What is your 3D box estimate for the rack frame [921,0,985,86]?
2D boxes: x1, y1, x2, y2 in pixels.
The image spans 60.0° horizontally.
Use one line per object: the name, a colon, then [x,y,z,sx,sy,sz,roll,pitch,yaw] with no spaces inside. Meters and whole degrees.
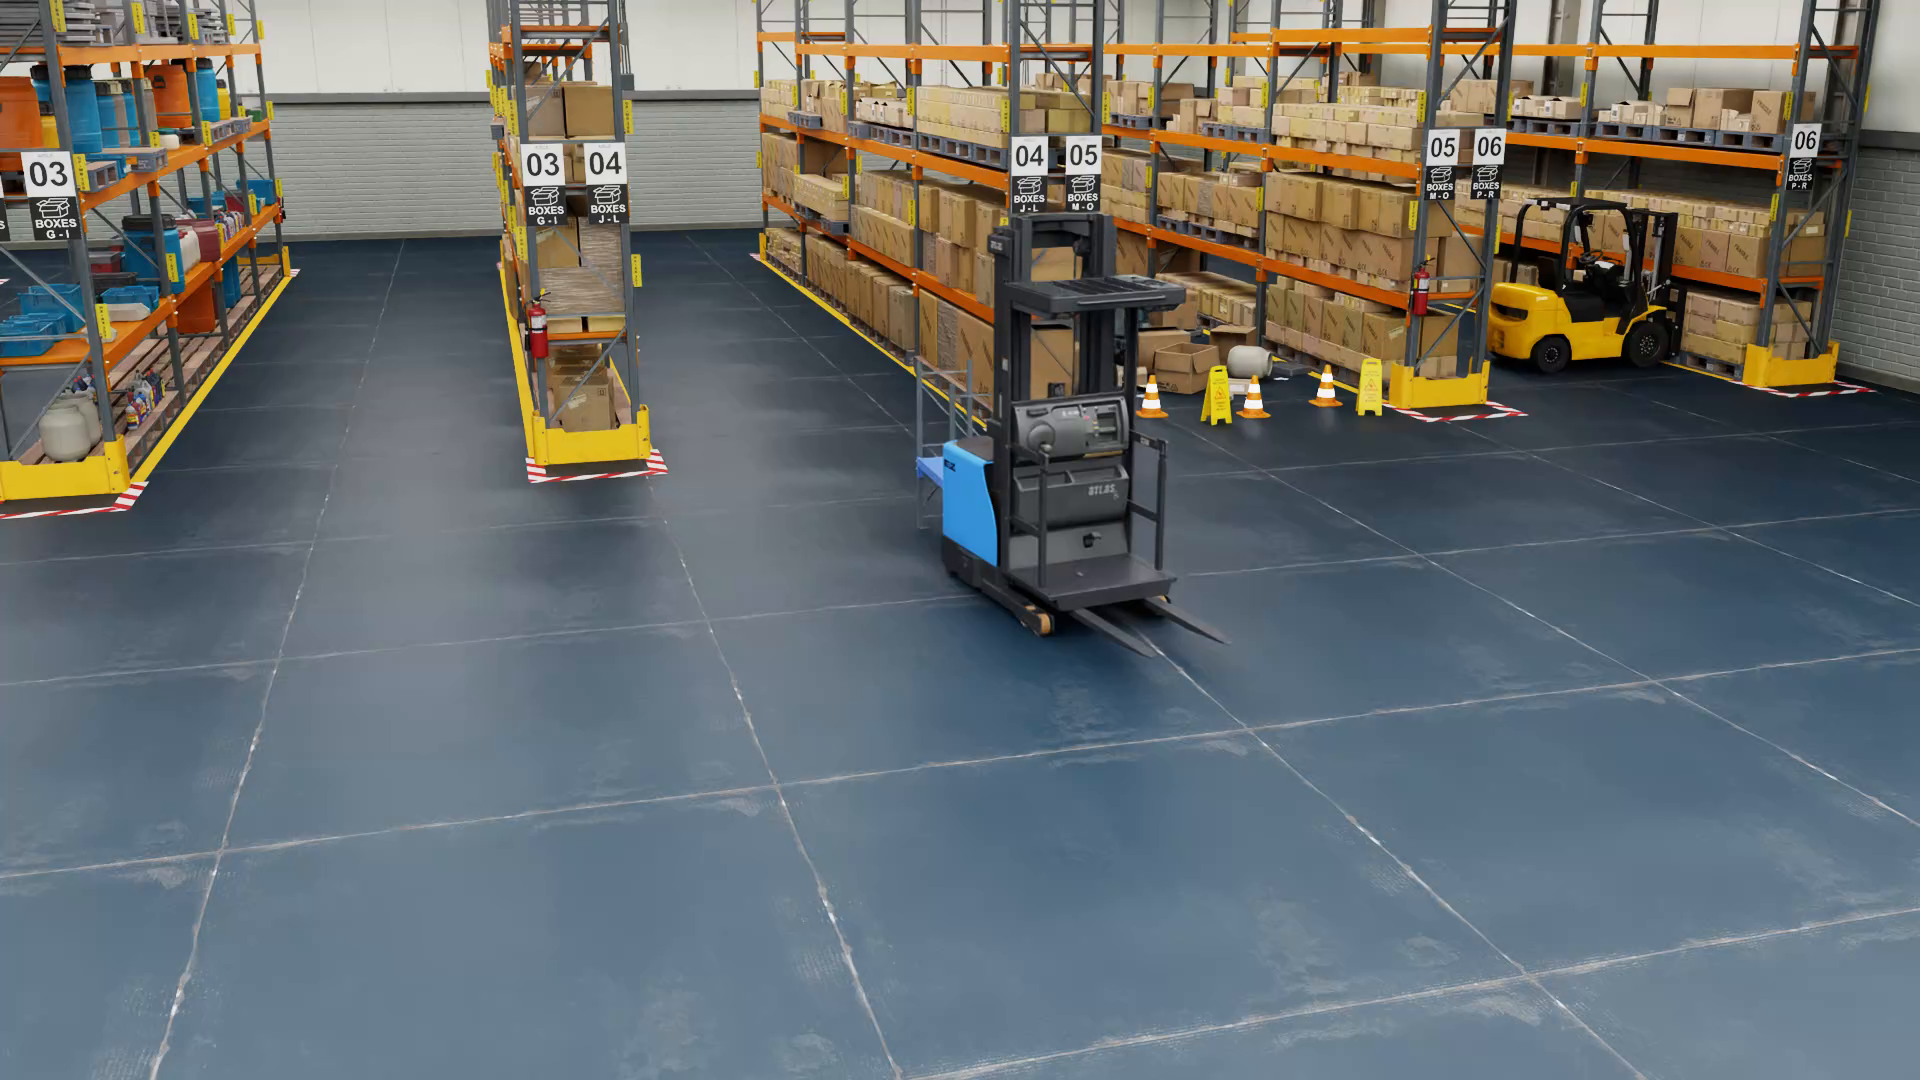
rack frame: [-0.102,-6.611,20.818,0.949,2.616,0.053,-5,17,-15]

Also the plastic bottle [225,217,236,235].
plastic bottle: [-11.198,-4.811,25.471,0.152,0.276,0.135,-5,17,-15]

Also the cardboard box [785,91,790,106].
cardboard box: [-2.800,-7.807,29.407,0.500,0.250,0.500,-5,18,-18]

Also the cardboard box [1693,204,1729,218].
cardboard box: [9.832,-4.302,21.740,0.380,0.149,0.250,-4,17,-14]

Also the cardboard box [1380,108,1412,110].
cardboard box: [5.443,-5.287,20.674,0.380,0.149,0.250,-4,17,-14]

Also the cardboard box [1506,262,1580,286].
cardboard box: [9.045,-3.973,25.863,0.875,0.625,0.625,-5,17,-16]

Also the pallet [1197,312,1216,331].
pallet: [4.079,-3.375,25.321,1.003,0.211,1.213,-5,17,-15]

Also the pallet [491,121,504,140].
pallet: [-6.223,-6.000,24.327,1.213,0.211,1.003,-4,17,-13]

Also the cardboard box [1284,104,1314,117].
cardboard box: [4.505,-5.673,21.960,0.380,0.149,0.250,-4,17,-14]

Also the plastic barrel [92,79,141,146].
plastic barrel: [-10.366,-5.144,20.277,0.600,0.901,0.708,-5,17,-15]

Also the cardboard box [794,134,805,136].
cardboard box: [-2.892,-7.479,31.708,0.500,0.500,0.500,-5,18,-17]

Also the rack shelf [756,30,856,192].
rack shelf: [-2.847,-7.832,30.491,1.077,2.875,4.000,-5,17,-15]

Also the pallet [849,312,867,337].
pallet: [-1.054,-3.285,25.020,1.003,0.211,1.213,-5,17,-15]

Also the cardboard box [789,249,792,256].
cardboard box: [-2.930,-5.284,30.536,0.380,0.149,0.250,-4,17,-14]

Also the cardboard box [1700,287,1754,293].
cardboard box: [10.286,-3.232,22.310,0.500,0.250,0.500,-5,17,-16]

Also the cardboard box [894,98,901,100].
cardboard box: [-1.099,-6.508,25.515,0.500,0.500,0.500,-5,17,-15]

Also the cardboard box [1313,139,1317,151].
cardboard box: [4.769,-5.084,21.385,0.380,0.149,0.250,-5,18,-17]

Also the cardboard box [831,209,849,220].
cardboard box: [-1.775,-5.025,25.674,0.380,0.149,0.250,-4,17,-14]

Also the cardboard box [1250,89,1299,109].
cardboard box: [4.351,-6.113,23.035,0.500,0.250,0.500,-4,17,-14]

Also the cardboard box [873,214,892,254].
cardboard box: [-0.919,-4.329,23.475,0.500,0.500,0.500,-5,17,-16]

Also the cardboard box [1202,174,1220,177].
cardboard box: [4.079,-5.409,25.825,0.500,0.500,0.500,-5,17,-16]

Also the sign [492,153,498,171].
sign: [-8.728,-7.103,31.243,0.100,0.325,0.005,-5,17,-15]

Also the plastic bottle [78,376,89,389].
plastic bottle: [-9.835,-1.668,18.631,0.144,0.351,0.185,-4,17,-14]

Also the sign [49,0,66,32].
sign: [-8.028,-4.691,14.790,0.100,0.325,0.005,-5,17,-15]

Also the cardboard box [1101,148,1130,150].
cardboard box: [2.799,-6.793,29.941,0.500,0.500,0.500,-4,17,-13]

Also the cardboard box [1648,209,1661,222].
cardboard box: [9.563,-4.444,22.730,0.380,0.149,0.250,-5,18,-17]

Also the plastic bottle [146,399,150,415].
plastic bottle: [-8.962,-1.479,18.261,0.097,0.201,0.097,0,17,0]

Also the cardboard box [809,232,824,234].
cardboard box: [-2.663,-5.769,31.636,0.380,0.149,0.250,-4,17,-13]

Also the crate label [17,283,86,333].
crate label: [-9.324,-2.380,17.101,0.502,0.435,0.616,-5,17,-15]

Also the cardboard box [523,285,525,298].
cardboard box: [-12.376,-2.222,18.950,15.112,1.229,3.357,-5,17,-15]

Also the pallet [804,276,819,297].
pallet: [-11.420,-3.465,25.621,20.746,0.211,2.328,-5,17,-15]

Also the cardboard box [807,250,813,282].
cardboard box: [-2.349,-4.729,28.597,0.500,0.500,0.500,-4,17,-13]

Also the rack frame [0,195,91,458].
rack frame: [-8.555,-1.876,15.483,0.949,2.616,0.053,-5,17,-15]

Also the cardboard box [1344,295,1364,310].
cardboard box: [5.030,-2.972,20.750,0.380,0.149,0.250,-4,17,-14]

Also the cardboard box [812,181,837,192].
cardboard box: [-2.197,-5.739,27.017,0.380,0.149,0.250,-4,17,-14]

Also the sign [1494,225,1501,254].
sign: [6.254,-3.508,19.412,0.100,0.325,0.005,-5,17,-15]

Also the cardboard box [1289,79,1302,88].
cardboard box: [6.688,-8.770,32.096,0.500,0.250,0.500,-5,17,-16]

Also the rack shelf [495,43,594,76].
rack shelf: [-5.445,-6.264,21.609,1.077,0.370,4.000,-5,17,-15]

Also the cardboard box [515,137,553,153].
cardboard box: [-4.404,-4.091,17.210,0.380,0.149,0.250,-5,17,-15]

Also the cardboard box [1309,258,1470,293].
cardboard box: [5.296,-3.305,20.678,0.926,0.149,2.314,-5,17,-15]

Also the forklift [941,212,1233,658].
forklift: [4.322,-3.598,21.337,15.389,2.935,17.483,-8,18,-24]

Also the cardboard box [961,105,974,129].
cardboard box: [0.324,-4.778,18.771,0.500,0.250,0.500,-5,17,-16]

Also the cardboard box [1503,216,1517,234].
cardboard box: [8.764,-4.876,25.731,0.500,0.250,0.500,-5,17,-15]

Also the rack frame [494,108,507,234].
rack frame: [-8.193,-6.693,31.519,1.000,3.000,0.127,-5,17,-15]

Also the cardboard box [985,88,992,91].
cardboard box: [0.515,-5.400,20.149,0.380,0.149,0.250,-4,17,-14]

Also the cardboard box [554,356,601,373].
cardboard box: [-4.303,-1.782,18.787,0.500,0.500,0.500,-3,17,-10]

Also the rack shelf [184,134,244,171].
rack shelf: [-11.307,-5.734,24.362,1.077,0.370,4.000,-5,17,-15]

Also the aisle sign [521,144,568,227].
aisle sign: [-4.068,-3.471,16.276,0.394,0.787,0.004,-5,17,-15]

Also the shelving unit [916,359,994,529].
shelving unit: [0.010,-0.701,14.178,0.538,1.500,1.048,-5,17,-16]

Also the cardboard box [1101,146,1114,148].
cardboard box: [2.536,-7.048,30.788,0.500,0.500,0.500,-5,17,-15]

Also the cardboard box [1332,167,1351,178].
cardboard box: [7.266,-6.718,30.698,0.700,0.500,0.500,-5,17,-15]
